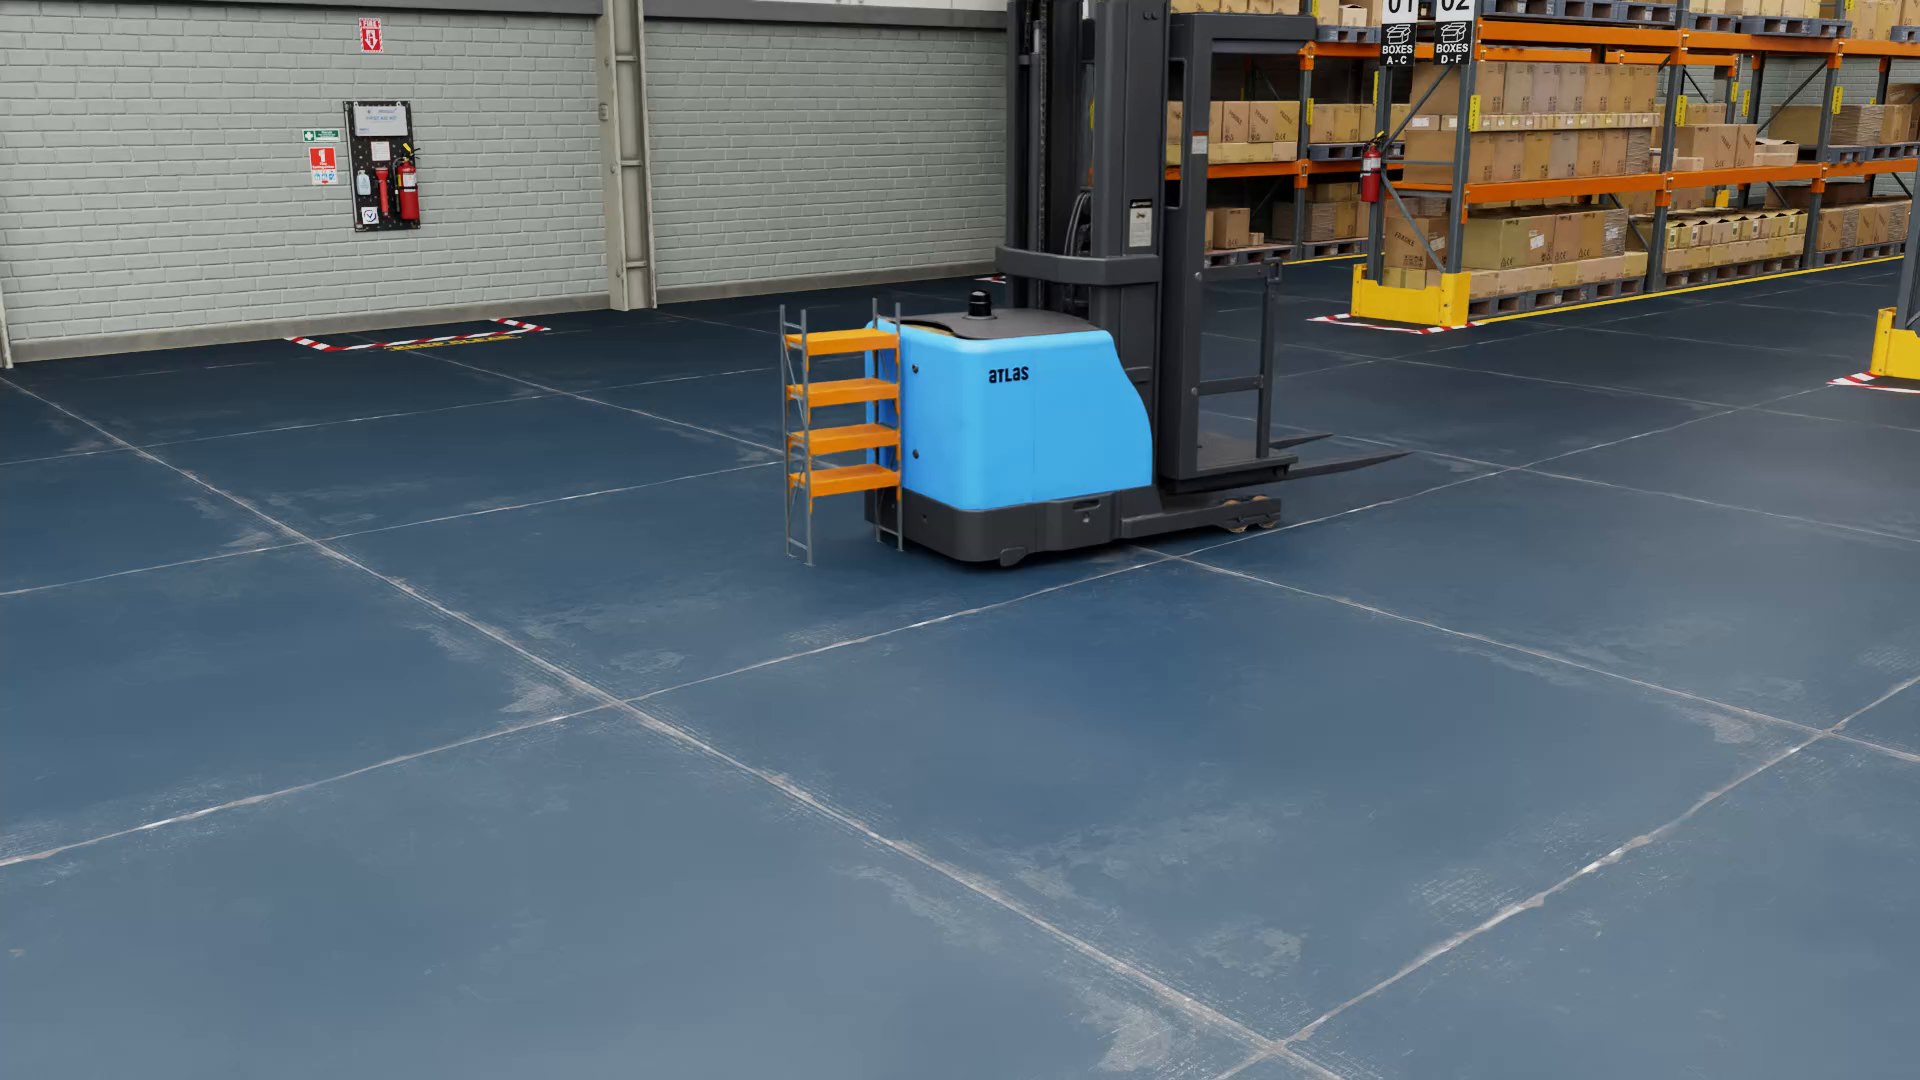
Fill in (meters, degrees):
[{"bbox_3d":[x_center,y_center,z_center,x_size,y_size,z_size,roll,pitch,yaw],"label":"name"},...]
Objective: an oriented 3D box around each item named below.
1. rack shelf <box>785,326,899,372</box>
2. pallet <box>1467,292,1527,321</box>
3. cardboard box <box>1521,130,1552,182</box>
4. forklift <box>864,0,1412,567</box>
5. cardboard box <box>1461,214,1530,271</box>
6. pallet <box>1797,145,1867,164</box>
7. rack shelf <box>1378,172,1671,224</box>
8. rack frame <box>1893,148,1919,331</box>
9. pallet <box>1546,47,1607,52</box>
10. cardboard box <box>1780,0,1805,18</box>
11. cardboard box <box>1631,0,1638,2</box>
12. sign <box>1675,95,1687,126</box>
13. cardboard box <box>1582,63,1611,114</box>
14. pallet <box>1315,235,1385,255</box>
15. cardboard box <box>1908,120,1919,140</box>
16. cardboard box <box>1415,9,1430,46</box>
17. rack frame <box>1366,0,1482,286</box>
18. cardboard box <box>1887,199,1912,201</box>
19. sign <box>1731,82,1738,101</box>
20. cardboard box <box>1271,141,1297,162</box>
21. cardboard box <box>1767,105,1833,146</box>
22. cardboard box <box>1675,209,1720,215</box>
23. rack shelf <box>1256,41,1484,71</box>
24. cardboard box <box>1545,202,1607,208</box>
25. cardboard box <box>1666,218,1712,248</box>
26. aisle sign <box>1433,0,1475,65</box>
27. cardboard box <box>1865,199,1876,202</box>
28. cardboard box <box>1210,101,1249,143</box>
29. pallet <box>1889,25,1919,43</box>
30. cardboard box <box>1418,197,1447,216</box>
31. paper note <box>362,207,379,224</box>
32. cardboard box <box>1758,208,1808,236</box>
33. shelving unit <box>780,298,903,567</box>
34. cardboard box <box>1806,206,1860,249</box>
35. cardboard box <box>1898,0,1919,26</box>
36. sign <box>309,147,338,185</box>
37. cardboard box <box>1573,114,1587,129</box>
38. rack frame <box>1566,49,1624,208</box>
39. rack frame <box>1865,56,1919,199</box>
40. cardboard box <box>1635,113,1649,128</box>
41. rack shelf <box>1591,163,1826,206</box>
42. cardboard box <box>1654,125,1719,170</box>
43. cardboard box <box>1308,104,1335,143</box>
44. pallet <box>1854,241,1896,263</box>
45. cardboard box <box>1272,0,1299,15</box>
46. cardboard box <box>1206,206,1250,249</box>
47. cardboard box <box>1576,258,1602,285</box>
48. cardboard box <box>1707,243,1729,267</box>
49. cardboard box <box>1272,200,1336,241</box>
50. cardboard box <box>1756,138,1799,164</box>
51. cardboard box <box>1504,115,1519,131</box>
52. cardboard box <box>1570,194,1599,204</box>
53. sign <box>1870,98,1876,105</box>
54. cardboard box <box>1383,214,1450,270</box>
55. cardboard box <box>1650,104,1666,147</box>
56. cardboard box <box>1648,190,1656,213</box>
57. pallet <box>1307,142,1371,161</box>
[{"bbox_3d":[-0.553,-0.891,7.739,0.480,0.148,0.258,-9,17,-31],"label":"rack shelf"},{"bbox_3d":[4.977,-2.415,16.882,1.213,0.211,1.003,-13,19,-39],"label":"pallet"},{"bbox_3d":[5.559,-3.922,16.928,0.500,0.500,0.700,-12,19,-39],"label":"cardboard box"},{"bbox_3d":[1.043,-1.555,8.394,3.031,2.935,1.130,-9,17,-31],"label":"forklift"},{"bbox_3d":[5.354,-2.994,16.707,0.500,0.500,0.500,-13,19,-39],"label":"cardboard box"},{"bbox_3d":[10.928,-5.015,21.586,1.003,0.211,1.213,-13,19,-39],"label":"pallet"},{"bbox_3d":[5.936,-3.616,17.368,4.000,0.370,1.077,-13,19,-39],"label":"rack shelf"},{"bbox_3d":[7.676,-2.660,12.394,0.127,3.000,1.000,-13,19,-39],"label":"rack frame"},{"bbox_3d":[9.566,-7.813,26.245,1.217,0.209,0.805,-14,20,-42],"label":"pallet"},{"bbox_3d":[9.774,-6.379,19.984,0.500,0.250,0.500,-12,19,-38],"label":"cardboard box"},{"bbox_3d":[10.947,-8.677,26.941,0.500,0.500,0.500,-13,20,-40],"label":"cardboard box"},{"bbox_3d":[7.811,-4.651,18.018,0.005,0.325,0.100,-13,19,-39],"label":"sign"},{"bbox_3d":[6.356,-4.730,17.439,0.500,0.500,0.700,-13,20,-39],"label":"cardboard box"},{"bbox_3d":[5.698,-4.259,23.784,1.213,0.211,1.003,-13,19,-39],"label":"pallet"},{"bbox_3d":[13.689,-5.840,24.108,0.500,0.500,0.500,-12,19,-38],"label":"cardboard box"},{"bbox_3d":[6.169,-7.251,23.531,0.637,0.503,0.797,-9,18,-32],"label":"cardboard box"},{"bbox_3d":[4.428,-3.624,16.007,0.127,3.000,1.000,-13,19,-39],"label":"rack frame"},{"bbox_3d":[13.296,-4.523,23.361,0.500,0.500,0.500,-13,20,-40],"label":"cardboard box"},{"bbox_3d":[13.589,-7.865,29.178,0.005,0.325,0.100,-13,19,-39],"label":"sign"},{"bbox_3d":[4.032,-5.064,21.647,0.500,0.250,0.500,-13,19,-39],"label":"cardboard box"},{"bbox_3d":[10.864,-5.360,21.495,0.700,0.500,0.500,8,17,28],"label":"cardboard box"},{"bbox_3d":[9.098,-3.917,20.529,0.500,0.311,0.500,-13,20,-41],"label":"cardboard box"},{"bbox_3d":[5.699,-6.706,23.126,4.000,0.370,1.077,-13,19,-39],"label":"rack shelf"},{"bbox_3d":[6.890,-3.521,18.681,0.500,0.500,0.500,-13,19,-39],"label":"cardboard box"},{"bbox_3d":[8.301,-3.553,19.166,0.500,0.311,0.500,-13,20,-40],"label":"cardboard box"},{"bbox_3d":[4.579,-4.810,15.406,0.004,0.787,0.394,-13,19,-39],"label":"aisle sign"},{"bbox_3d":[12.560,-4.535,23.407,0.500,0.500,0.500,-12,19,-39],"label":"cardboard box"},{"bbox_3d":[3.277,-5.256,20.914,0.500,0.500,0.500,-13,20,-41],"label":"cardboard box"},{"bbox_3d":[12.162,-6.743,22.232,1.003,0.211,1.213,-13,19,-39],"label":"pallet"},{"bbox_3d":[6.699,-4.816,24.459,0.500,0.500,0.700,-12,19,-39],"label":"cardboard box"},{"bbox_3d":[-5.461,-3.005,15.396,0.142,0.148,0.016,-13,19,-39],"label":"paper note"},{"bbox_3d":[10.229,-3.988,20.797,0.500,0.311,0.500,-12,19,-38],"label":"cardboard box"},{"bbox_3d":[-0.553,-0.512,7.841,0.503,1.200,0.258,-9,17,-31],"label":"shelving unit"},{"bbox_3d":[11.385,-4.096,21.763,0.500,0.500,0.500,-14,20,-41],"label":"cardboard box"},{"bbox_3d":[12.562,-7.217,22.444,0.600,0.600,0.600,-13,20,-40],"label":"cardboard box"},{"bbox_3d":[-5.767,-3.391,15.064,0.234,0.329,0.001,-13,19,-39],"label":"sign"},{"bbox_3d":[6.223,-4.316,17.143,0.250,0.149,0.380,-12,19,-38],"label":"cardboard box"},{"bbox_3d":[10.225,-6.621,27.225,0.127,3.000,1.000,-13,19,-39],"label":"rack frame"},{"bbox_3d":[13.480,-5.657,23.617,0.127,3.000,1.000,-13,19,-39],"label":"rack frame"},{"bbox_3d":[7.193,-4.535,17.963,0.250,0.149,0.380,-13,20,-41],"label":"cardboard box"},{"bbox_3d":[8.954,-4.293,19.905,4.000,0.370,1.077,-13,19,-39],"label":"rack shelf"},{"bbox_3d":[8.432,-4.567,19.340,0.500,0.500,0.500,-11,18,-35],"label":"cardboard box"},{"bbox_3d":[4.597,-5.606,22.380,0.500,0.500,0.700,-13,19,-39],"label":"cardboard box"},{"bbox_3d":[11.970,-3.957,22.656,1.213,0.211,1.003,-13,19,-39],"label":"pallet"},{"bbox_3d":[3.970,-6.639,21.247,0.500,0.500,0.500,-12,19,-38],"label":"cardboard box"},{"bbox_3d":[3.434,-4.087,21.730,0.500,0.500,0.500,14,21,43],"label":"cardboard box"},{"bbox_3d":[6.487,-2.885,17.753,0.500,0.250,0.500,-13,19,-39],"label":"cardboard box"},{"bbox_3d":[8.687,-3.371,19.573,0.500,0.250,0.500,-13,20,-41],"label":"cardboard box"},{"bbox_3d":[4.735,-4.399,22.896,0.500,0.500,0.700,-12,19,-38],"label":"cardboard box"},{"bbox_3d":[10.159,-4.884,20.893,0.500,0.311,0.500,-11,19,-36],"label":"cardboard box"},{"bbox_3d":[5.251,-4.098,16.329,0.250,0.149,0.380,-13,19,-39],"label":"cardboard box"},{"bbox_3d":[9.820,-5.650,26.941,0.750,0.750,0.750,-12,19,-39],"label":"cardboard box"},{"bbox_3d":[13.118,-6.180,23.896,0.005,0.325,0.100,-13,19,-39],"label":"sign"},{"bbox_3d":[4.637,-3.010,16.767,0.500,0.500,0.500,-13,19,-39],"label":"cardboard box"},{"bbox_3d":[11.200,-6.977,27.977,0.700,0.700,0.980,-13,20,-41],"label":"cardboard box"},{"bbox_3d":[11.627,-5.894,28.533,0.500,0.500,0.700,-12,19,-38],"label":"cardboard box"},{"bbox_3d":[4.862,-5.274,22.555,1.213,0.211,1.003,-13,19,-39],"label":"pallet"}]
